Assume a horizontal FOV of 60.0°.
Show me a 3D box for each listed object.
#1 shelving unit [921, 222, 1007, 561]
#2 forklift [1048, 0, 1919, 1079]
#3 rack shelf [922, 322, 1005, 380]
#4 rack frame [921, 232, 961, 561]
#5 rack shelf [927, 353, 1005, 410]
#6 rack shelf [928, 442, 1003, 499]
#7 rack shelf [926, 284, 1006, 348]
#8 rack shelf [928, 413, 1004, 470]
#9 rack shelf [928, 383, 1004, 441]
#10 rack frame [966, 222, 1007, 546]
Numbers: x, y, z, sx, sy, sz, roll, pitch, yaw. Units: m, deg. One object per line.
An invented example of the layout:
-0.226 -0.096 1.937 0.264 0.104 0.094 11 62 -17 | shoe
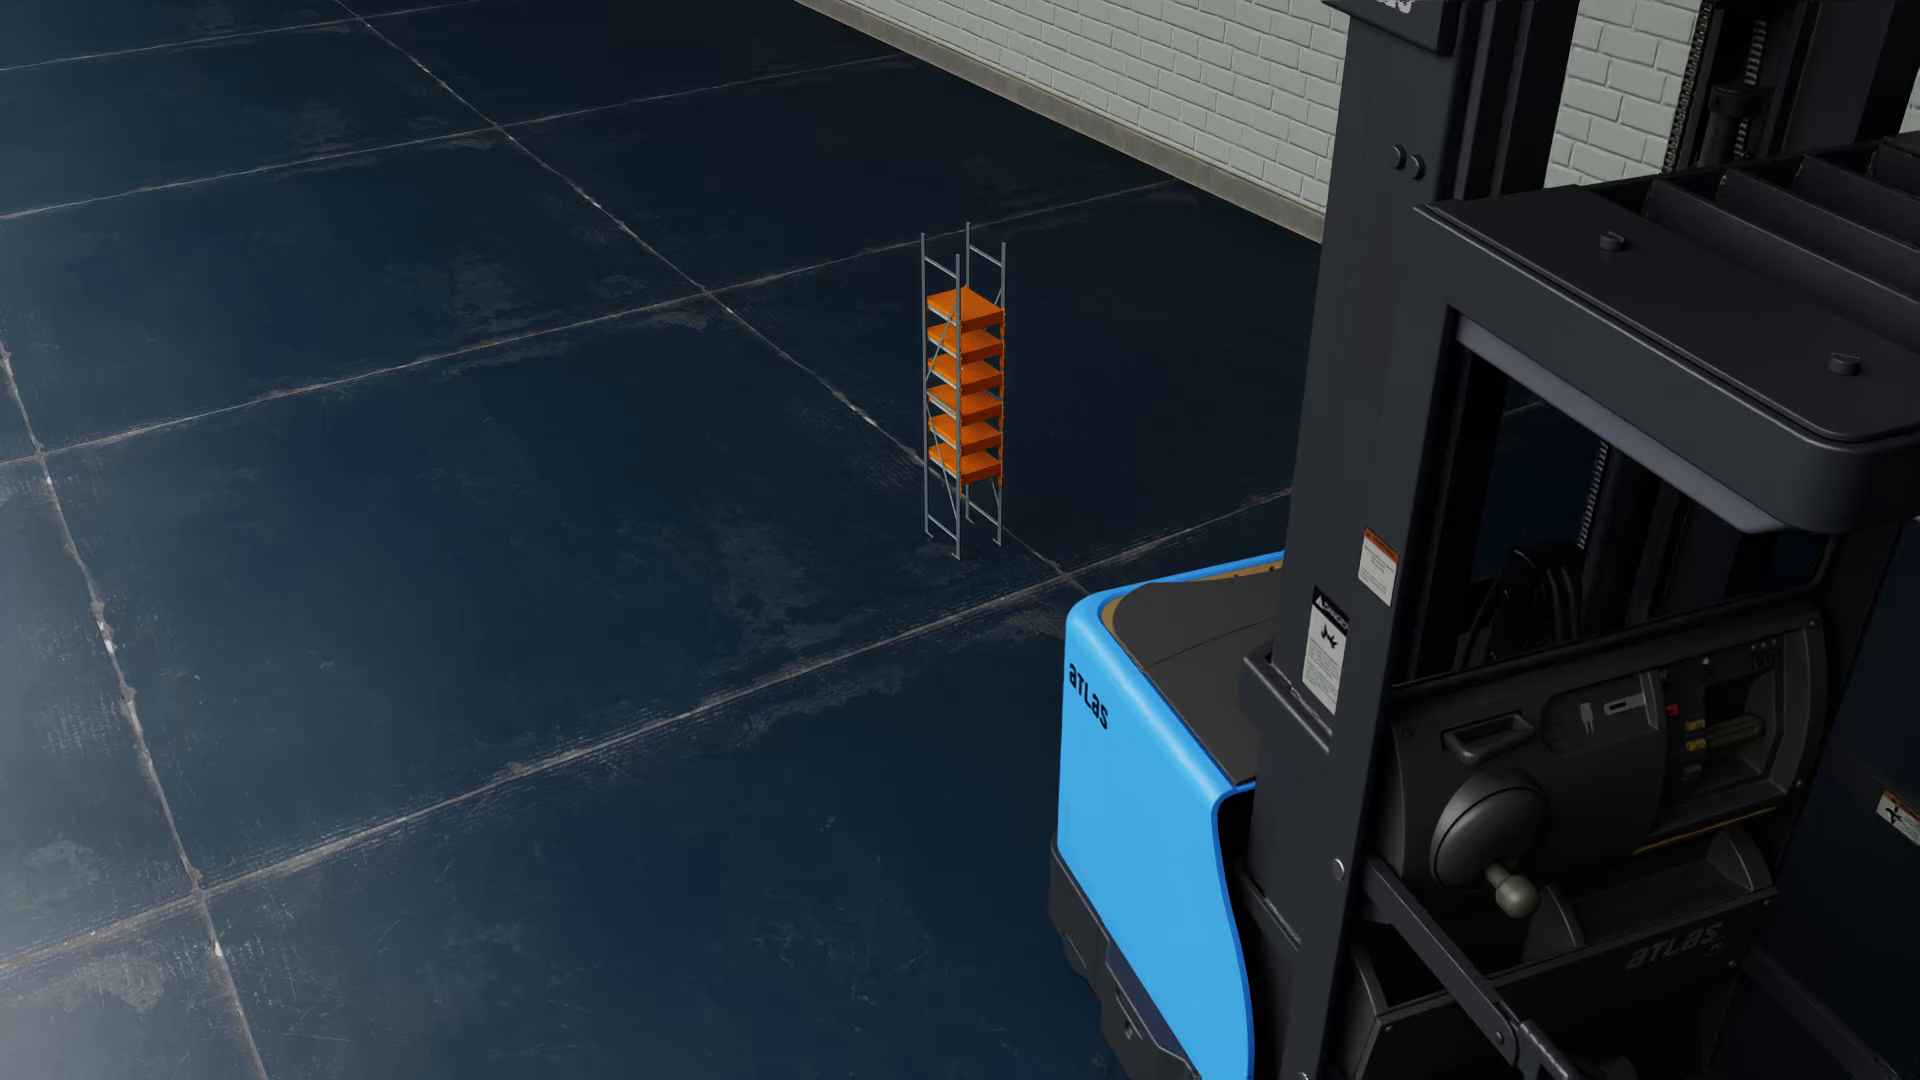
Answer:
0.012 -0.512 5.937 0.189 1.200 0.258 -19 37 -27 | shelving unit
1.248 0.446 2.796 1.130 2.935 3.031 -12 34 -18 | forklift
0.012 -0.677 5.832 0.180 0.103 0.258 -19 37 -27 | rack shelf
-0.065 -0.485 5.895 0.006 1.200 0.240 -19 37 -27 | rack frame
0.012 -0.576 5.896 0.180 0.103 0.258 -19 37 -27 | rack shelf
0.012 -0.271 6.088 0.180 0.103 0.258 -19 37 -27 | rack shelf
0.012 -0.779 5.768 0.180 0.103 0.258 -19 37 -27 | rack shelf
0.012 -0.373 6.024 0.180 0.103 0.258 -19 37 -27 | rack shelf
0.012 -0.474 5.960 0.180 0.103 0.258 -19 37 -27 | rack shelf
0.089 -0.538 5.978 0.006 1.200 0.240 -19 37 -27 | rack frame
